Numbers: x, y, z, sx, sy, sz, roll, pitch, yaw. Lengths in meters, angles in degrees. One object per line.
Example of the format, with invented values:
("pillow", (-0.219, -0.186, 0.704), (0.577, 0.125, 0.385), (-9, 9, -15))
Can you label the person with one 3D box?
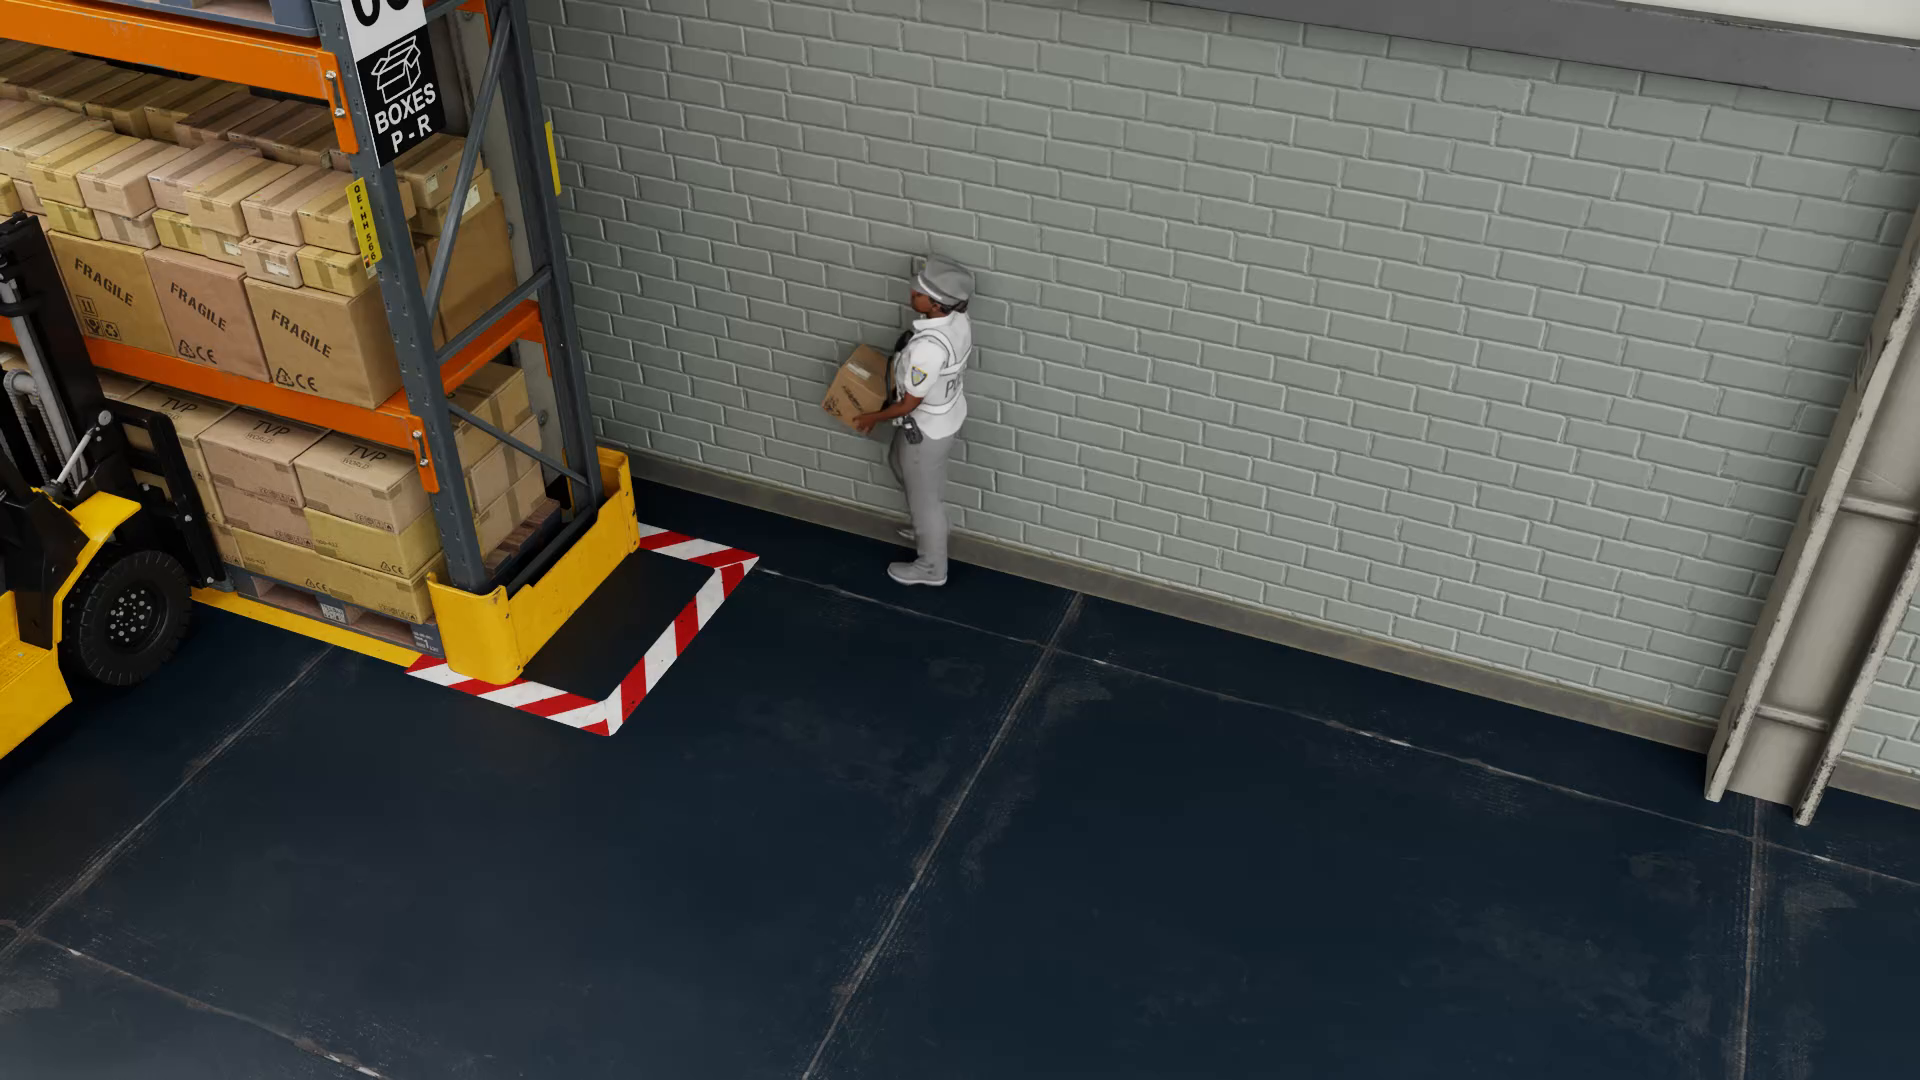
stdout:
("person", (-0.196, -0.537, 7.477), (0.526, 1.699, 0.489), (10, 39, 12))
